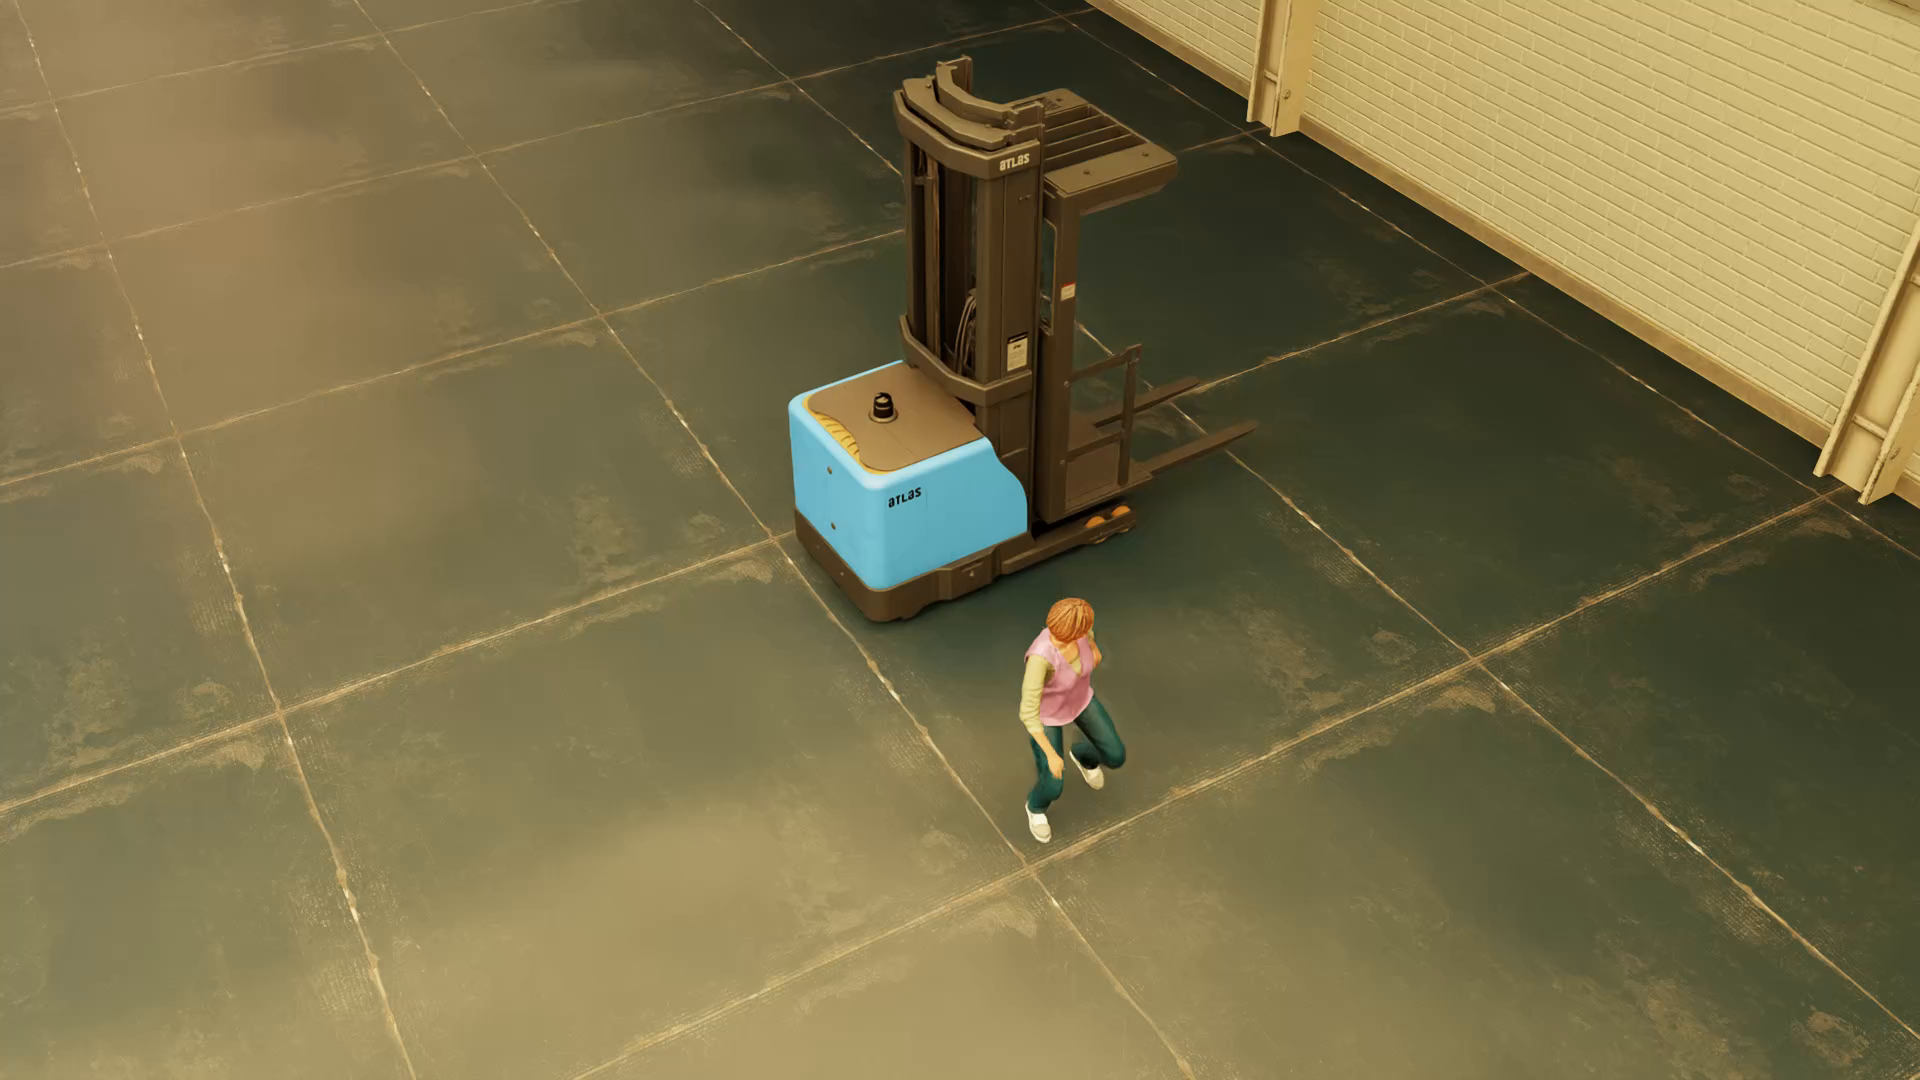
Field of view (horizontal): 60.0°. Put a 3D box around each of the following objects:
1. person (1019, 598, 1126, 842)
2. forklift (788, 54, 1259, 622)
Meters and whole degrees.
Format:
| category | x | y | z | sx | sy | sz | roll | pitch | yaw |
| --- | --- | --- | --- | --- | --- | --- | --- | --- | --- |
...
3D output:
| category | x | y | z | sx | sy | sz | roll | pitch | yaw |
| --- | --- | --- | --- | --- | --- | --- | --- | --- | --- |
| person | 0.539 | 0.847 | 8.153 | 0.695 | 1.502 | 0.527 | -24 | 45 | -26 |
| forklift | 0.506 | -1.371 | 9.689 | 3.031 | 2.935 | 1.130 | -22 | 45 | -24 |
